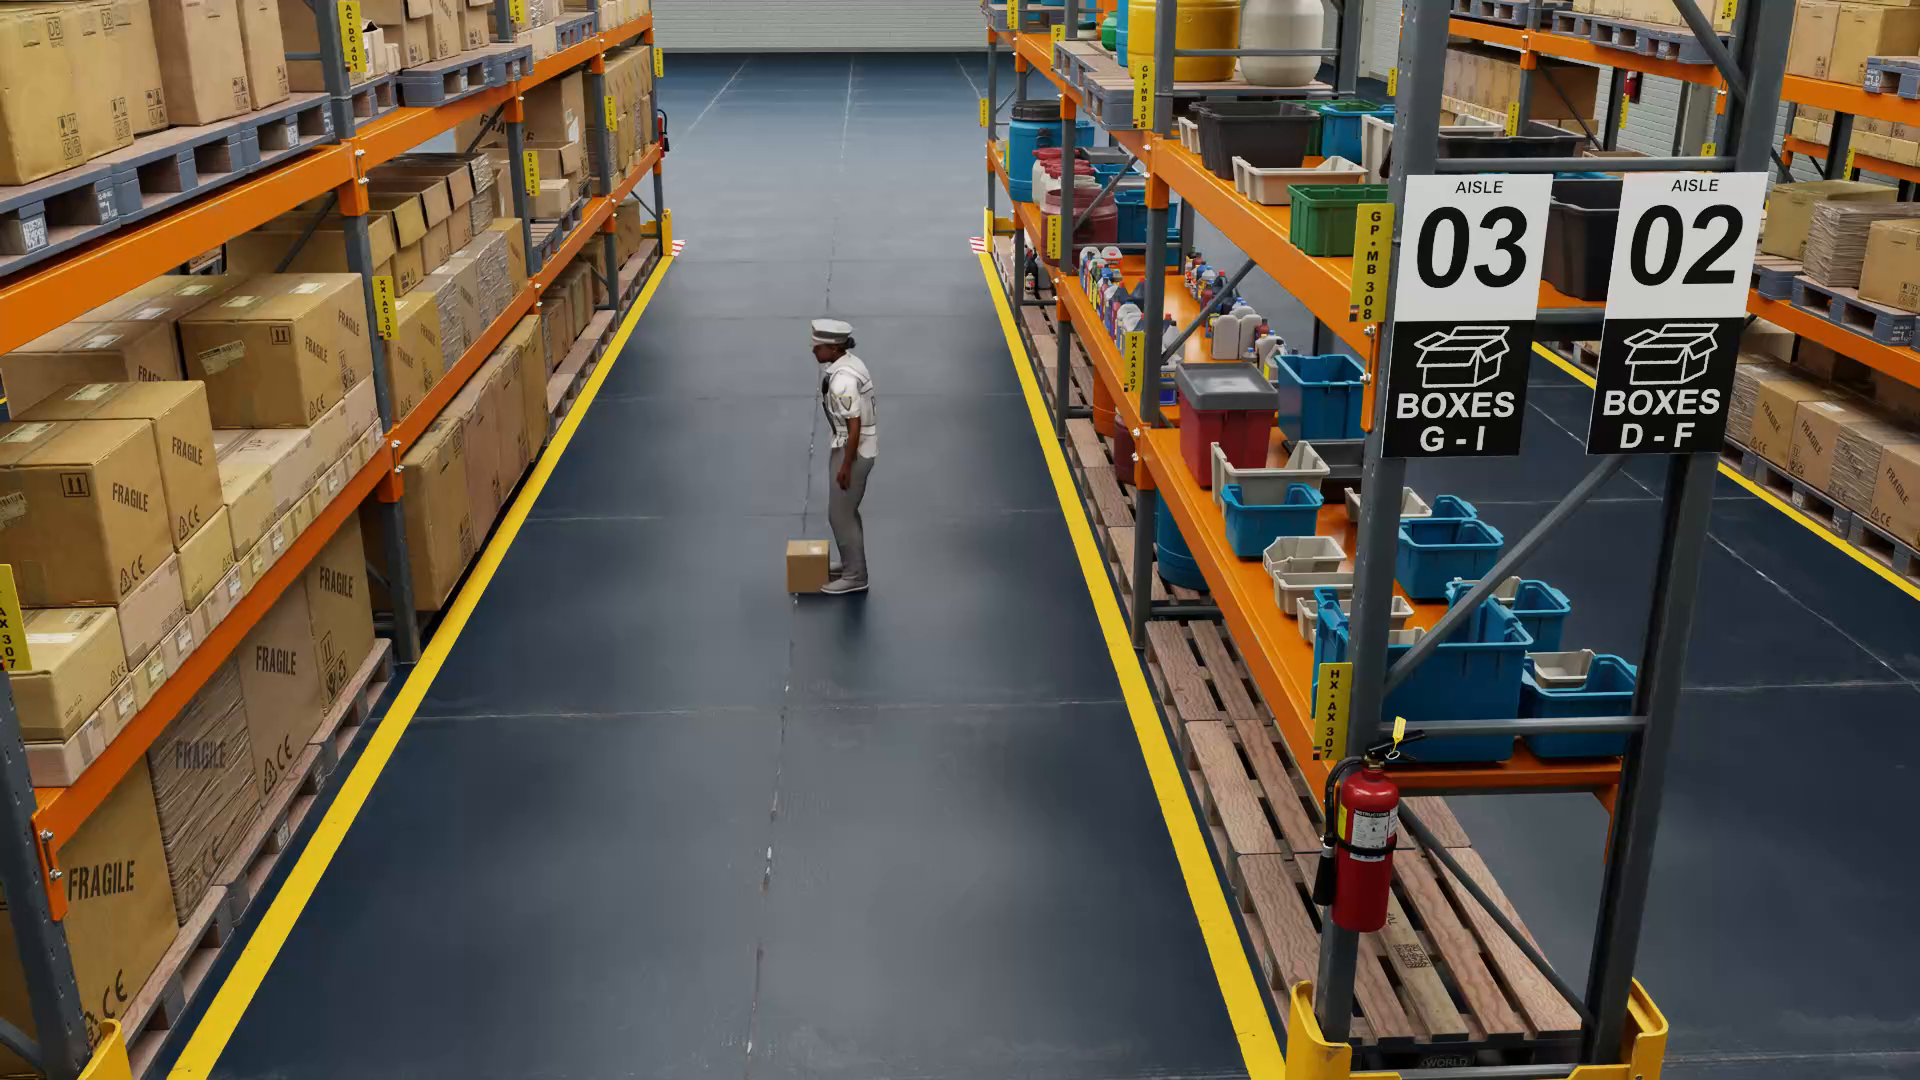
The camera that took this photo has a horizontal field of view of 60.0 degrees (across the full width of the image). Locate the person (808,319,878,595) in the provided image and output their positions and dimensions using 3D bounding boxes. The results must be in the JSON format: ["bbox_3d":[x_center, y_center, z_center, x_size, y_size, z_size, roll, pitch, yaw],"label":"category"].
[{"bbox_3d":[-0.688,-0.505,9.932,0.396,1.657,0.520,-2,21,-6],"label":"person"}]
